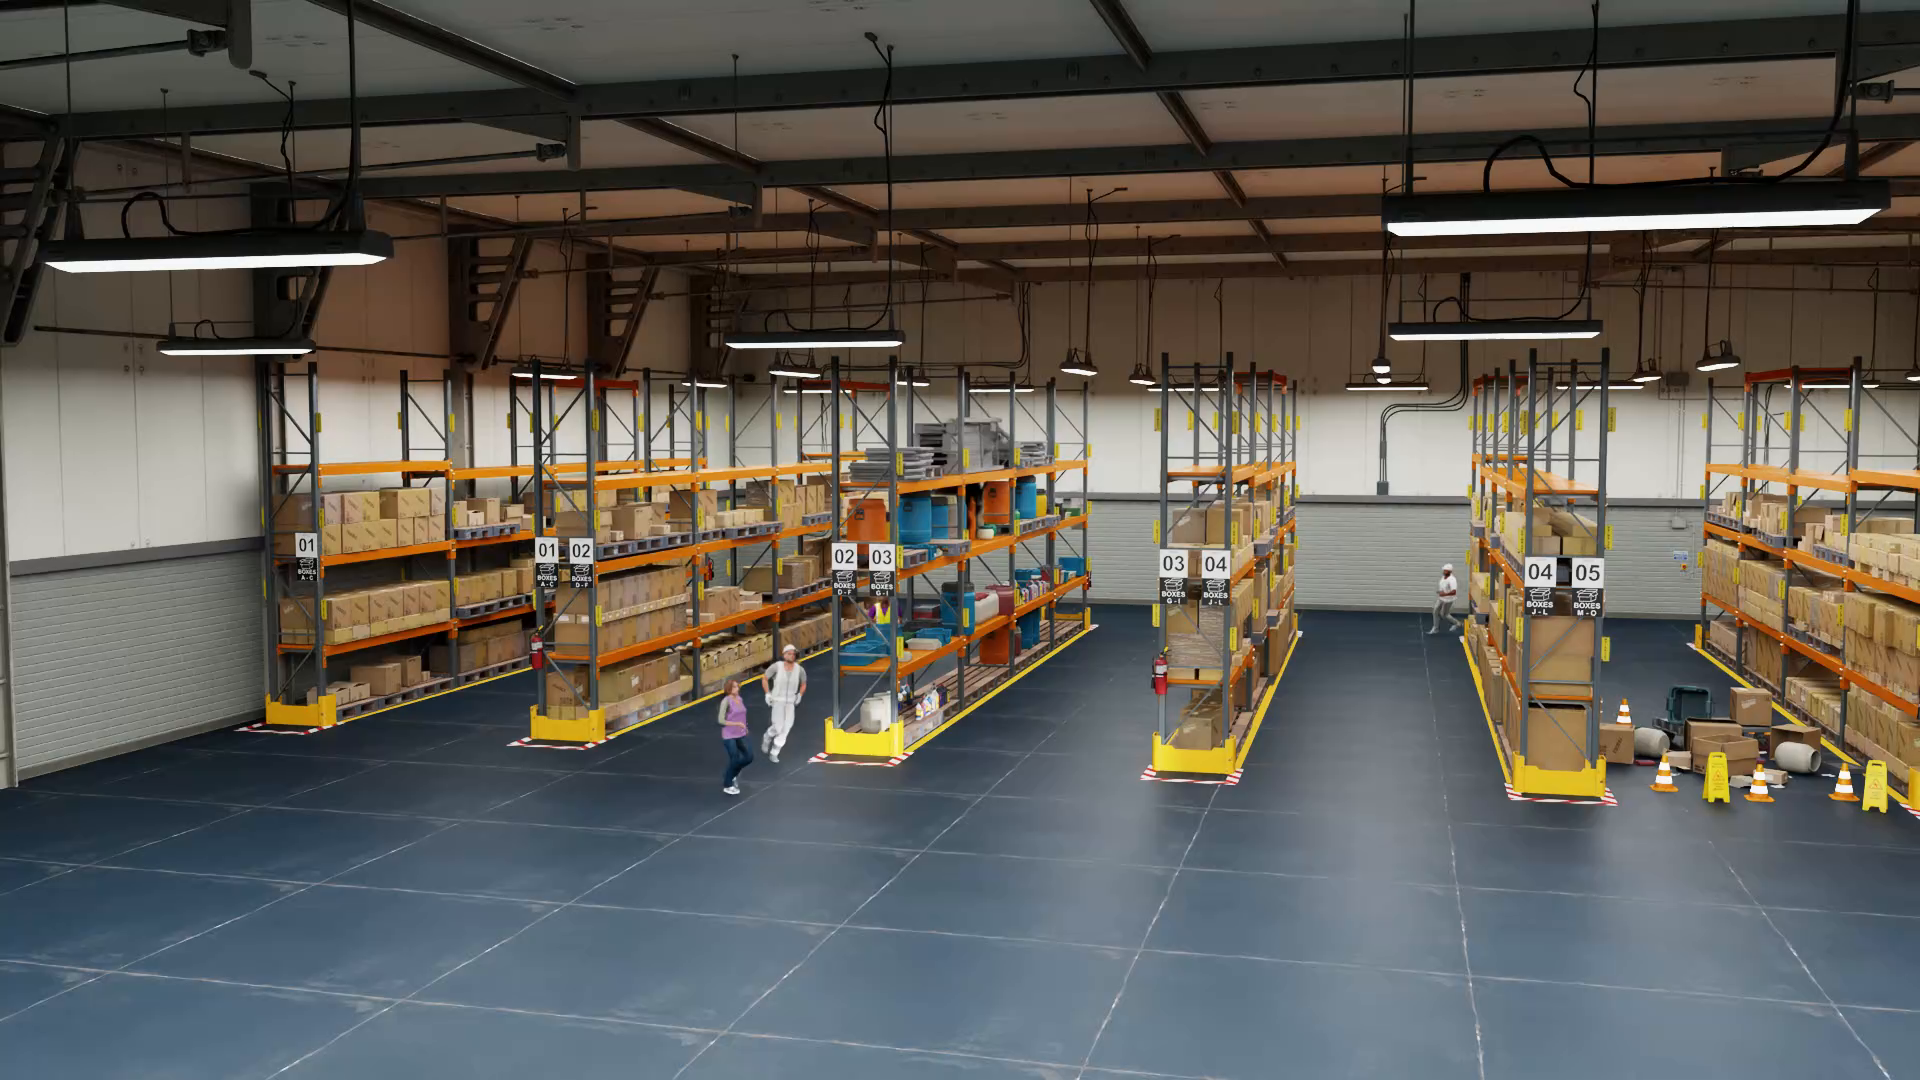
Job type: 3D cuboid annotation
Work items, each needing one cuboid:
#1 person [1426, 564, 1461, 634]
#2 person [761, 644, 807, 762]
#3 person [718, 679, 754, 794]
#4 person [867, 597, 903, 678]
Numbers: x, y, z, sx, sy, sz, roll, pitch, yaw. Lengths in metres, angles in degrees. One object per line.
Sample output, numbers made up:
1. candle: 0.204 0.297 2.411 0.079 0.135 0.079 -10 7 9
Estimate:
1. person: 11.521 1.406 39.209 0.819 1.705 0.726 0 4 -7
2. person: -2.586 2.411 24.691 0.665 1.729 0.580 -2 4 -23
3. person: -2.992 2.644 22.348 0.532 1.556 0.525 3 5 36
4. person: -1.478 1.830 32.747 0.708 1.732 0.733 0 4 2
